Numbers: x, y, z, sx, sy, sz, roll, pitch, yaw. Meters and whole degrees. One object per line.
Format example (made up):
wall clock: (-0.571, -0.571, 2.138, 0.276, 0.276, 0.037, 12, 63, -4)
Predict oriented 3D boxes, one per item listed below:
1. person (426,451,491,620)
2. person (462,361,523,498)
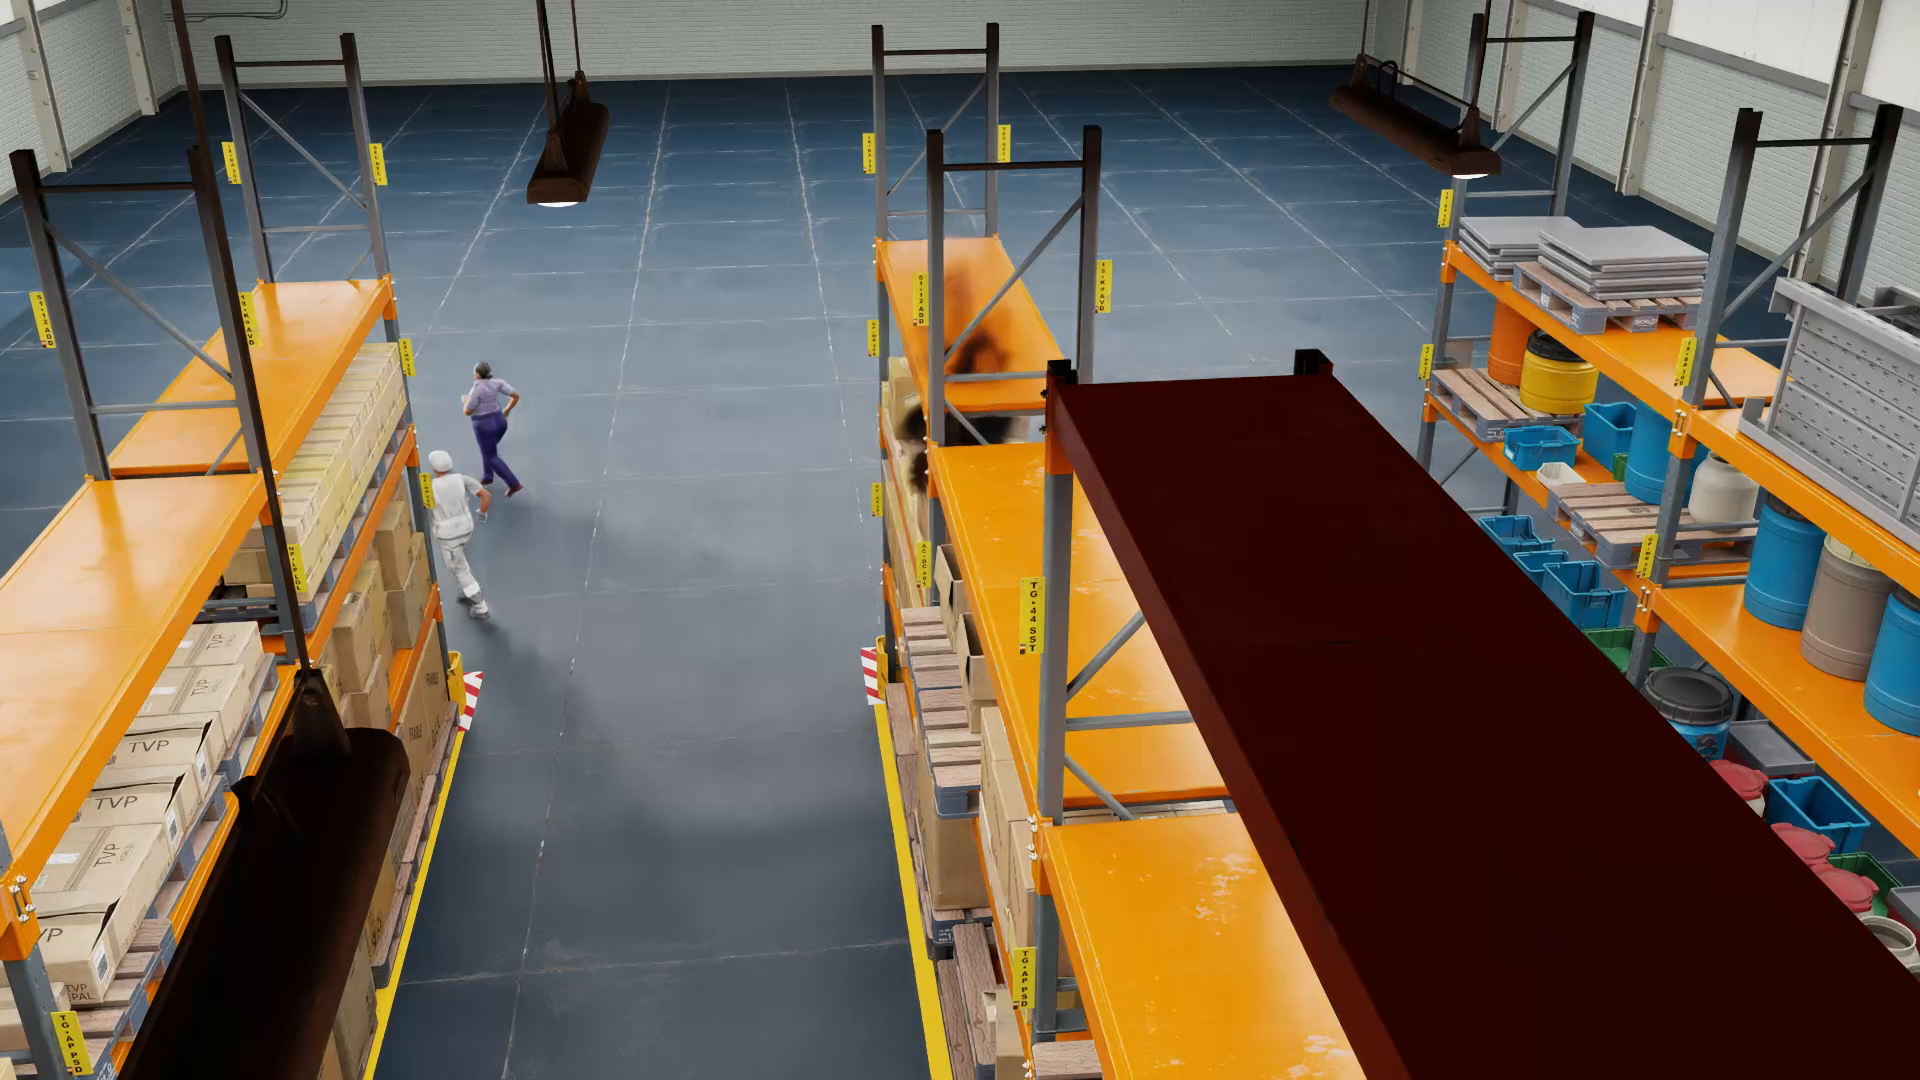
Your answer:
person: (-5.017, -0.036, 16.488, 0.760, 1.806, 0.654, 22, 33, 38)
person: (-5.449, -1.289, 19.262, 0.900, 1.660, 0.598, 13, 28, 25)
